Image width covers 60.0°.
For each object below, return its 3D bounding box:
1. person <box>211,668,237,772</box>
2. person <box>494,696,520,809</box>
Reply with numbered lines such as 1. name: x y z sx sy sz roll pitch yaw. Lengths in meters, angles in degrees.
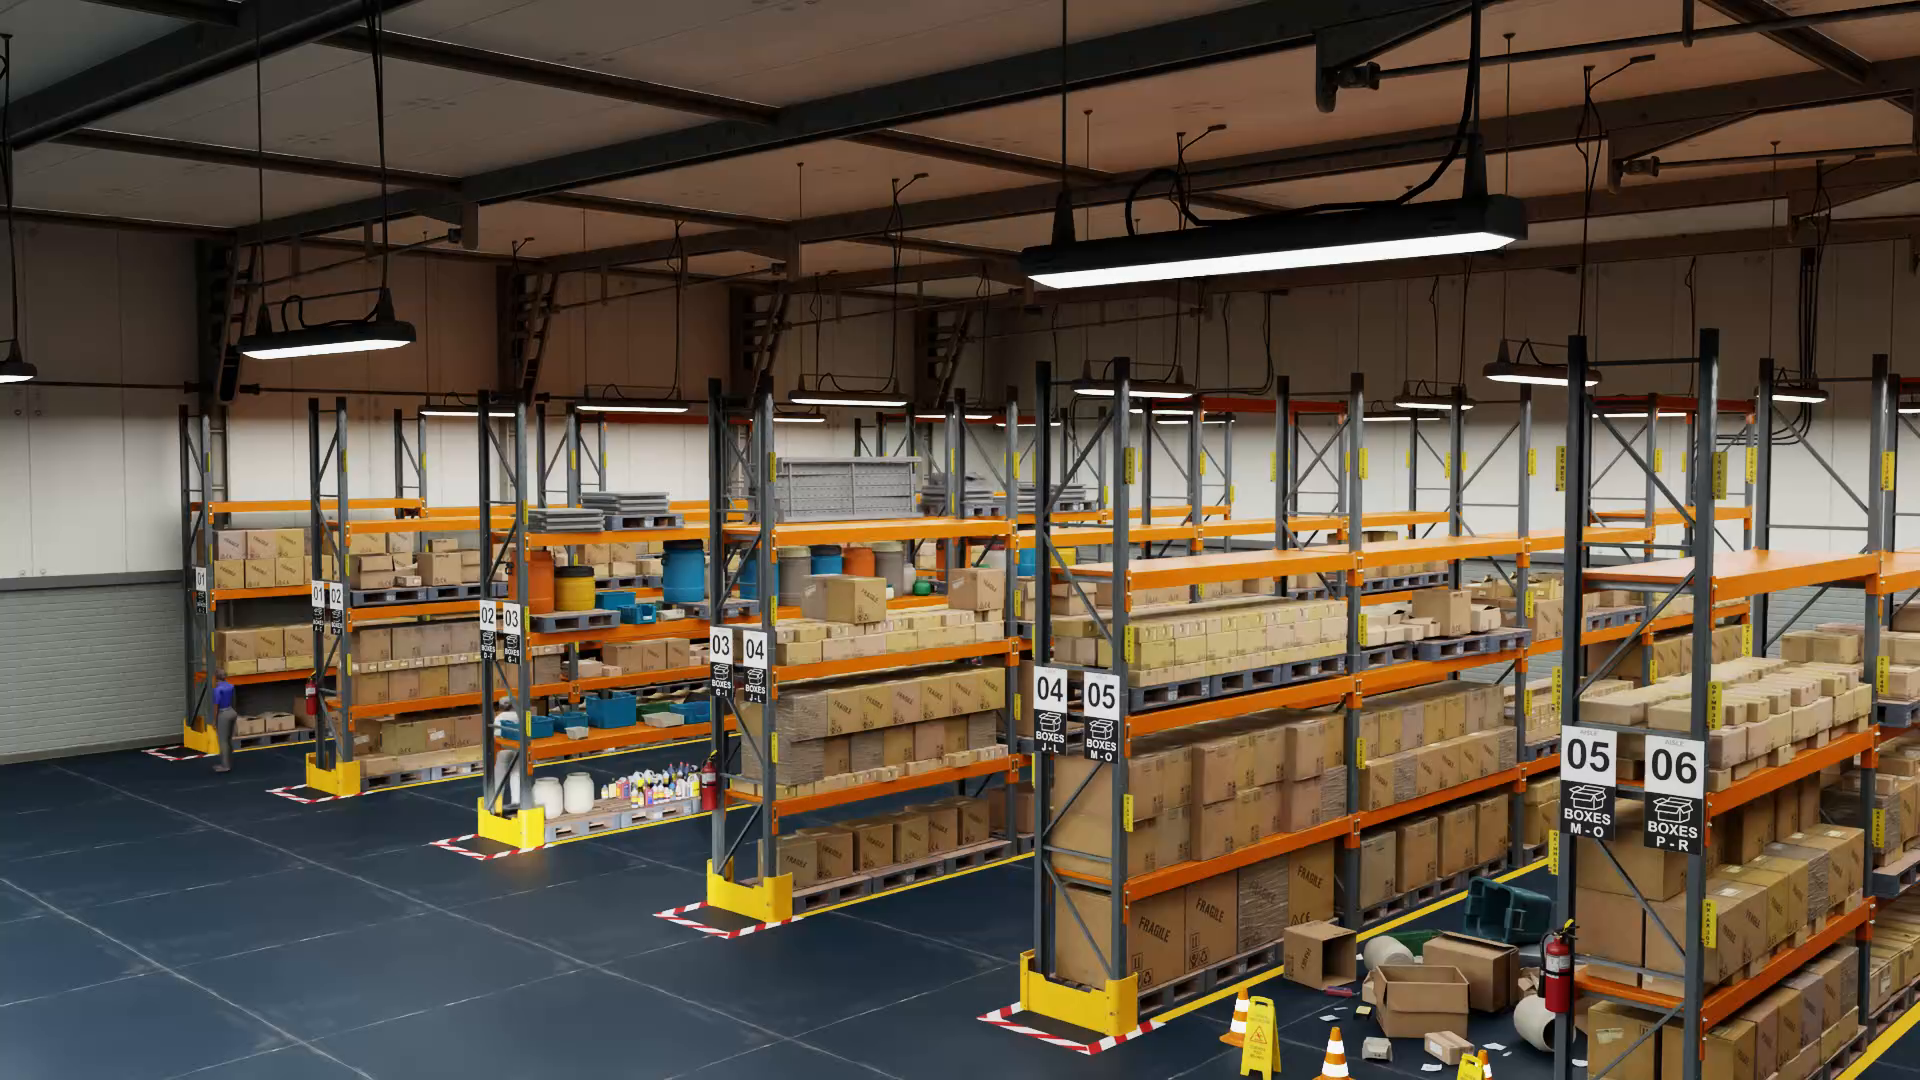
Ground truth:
1. person: -11.967 2.908 26.931 0.417 1.671 0.456 0 3 7
2. person: -6.506 3.074 23.871 0.419 1.665 0.527 2 4 38
